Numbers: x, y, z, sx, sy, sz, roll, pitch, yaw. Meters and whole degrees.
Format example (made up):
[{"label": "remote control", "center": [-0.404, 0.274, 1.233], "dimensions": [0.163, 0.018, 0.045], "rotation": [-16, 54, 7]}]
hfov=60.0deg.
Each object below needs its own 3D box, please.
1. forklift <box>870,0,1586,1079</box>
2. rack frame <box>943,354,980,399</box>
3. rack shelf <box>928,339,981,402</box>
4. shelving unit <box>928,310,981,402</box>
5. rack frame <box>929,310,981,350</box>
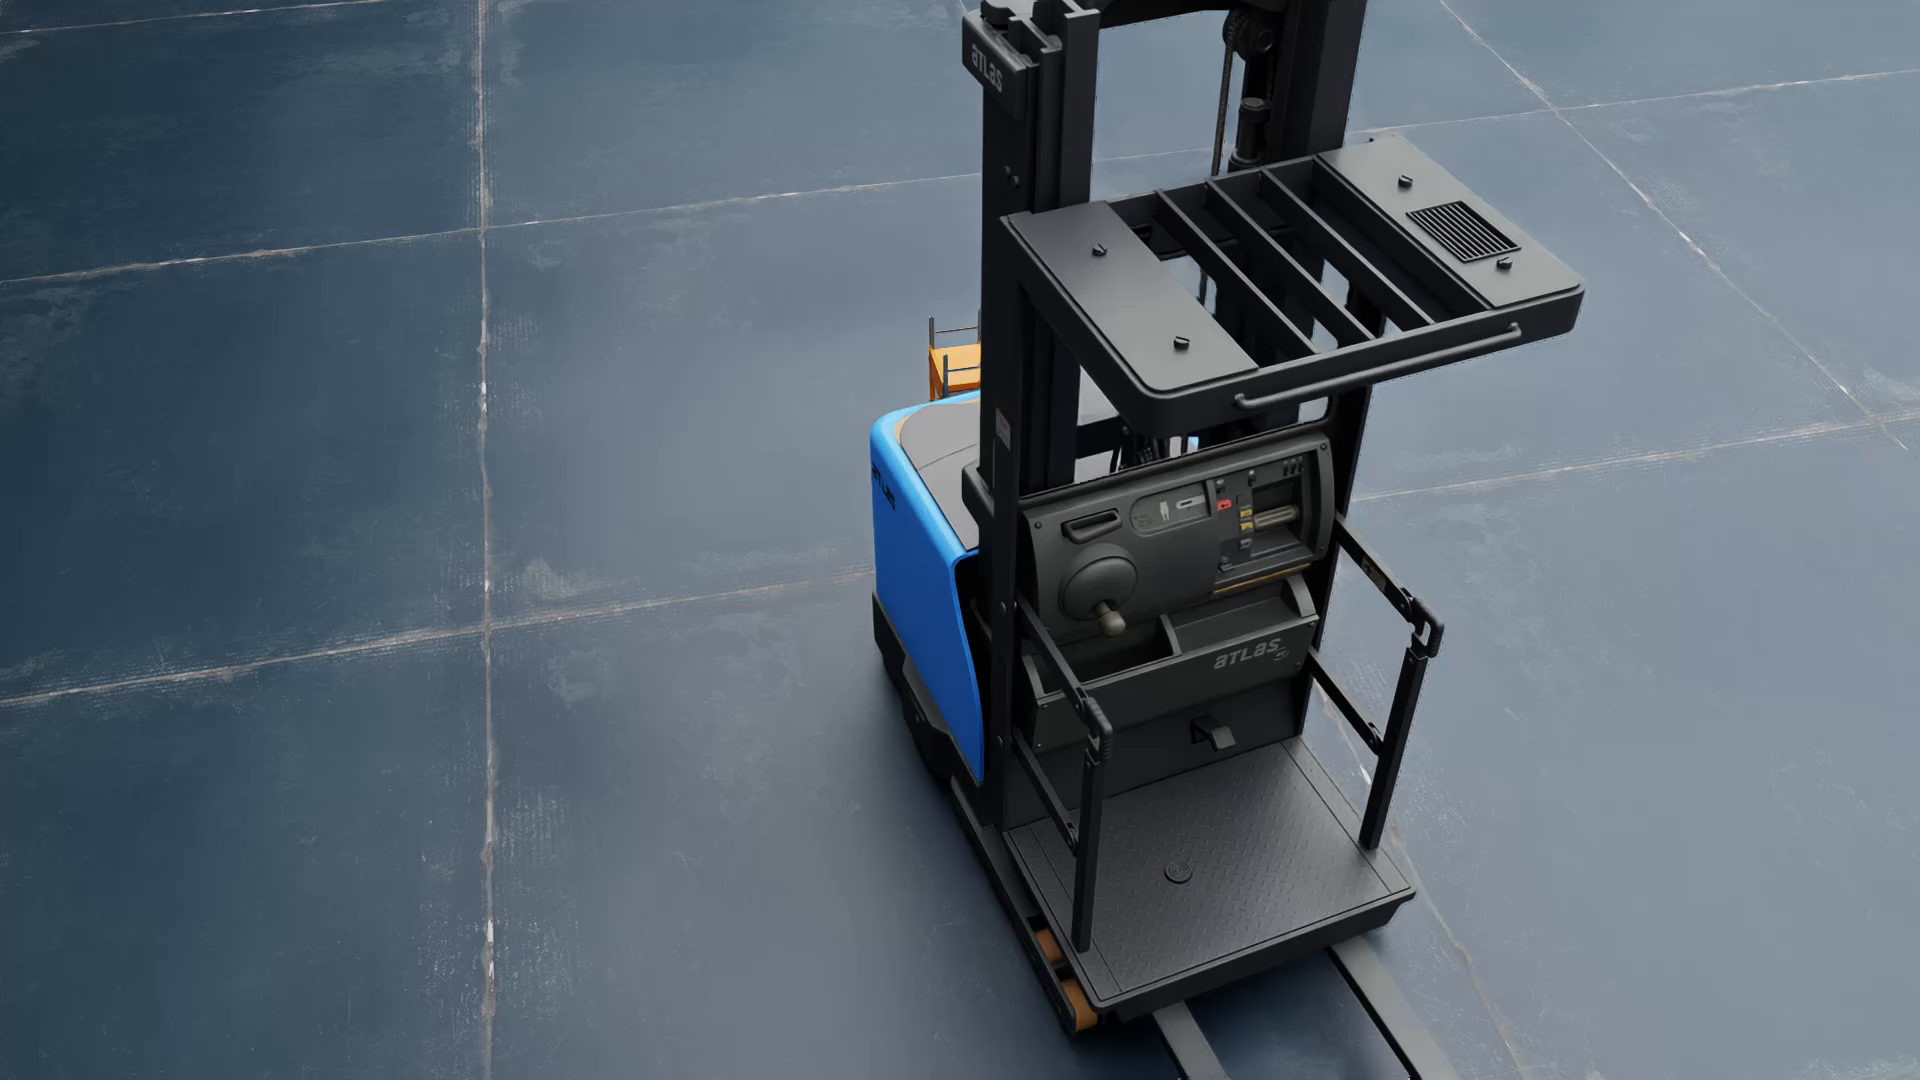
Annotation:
[{"label": "forklift", "center": [0.707, 0.073, 4.460], "dimensions": [1.130, 2.935, 3.031], "rotation": [-15, 44, -17]}, {"label": "rack frame", "center": [0.038, -0.279, 6.273], "dimensions": [0.200, 1.050, 0.008], "rotation": [-8, 42, -9]}, {"label": "rack shelf", "center": [0.012, -0.562, 6.181], "dimensions": [0.215, 0.259, 0.240], "rotation": [-8, 42, -9]}, {"label": "shelving unit", "center": [0.012, -0.358, 6.362], "dimensions": [0.215, 1.050, 0.252], "rotation": [-8, 42, -9]}, {"label": "rack frame", "center": [-0.015, -0.437, 6.451], "dimensions": [0.200, 1.050, 0.008], "rotation": [-8, 42, -9]}]
